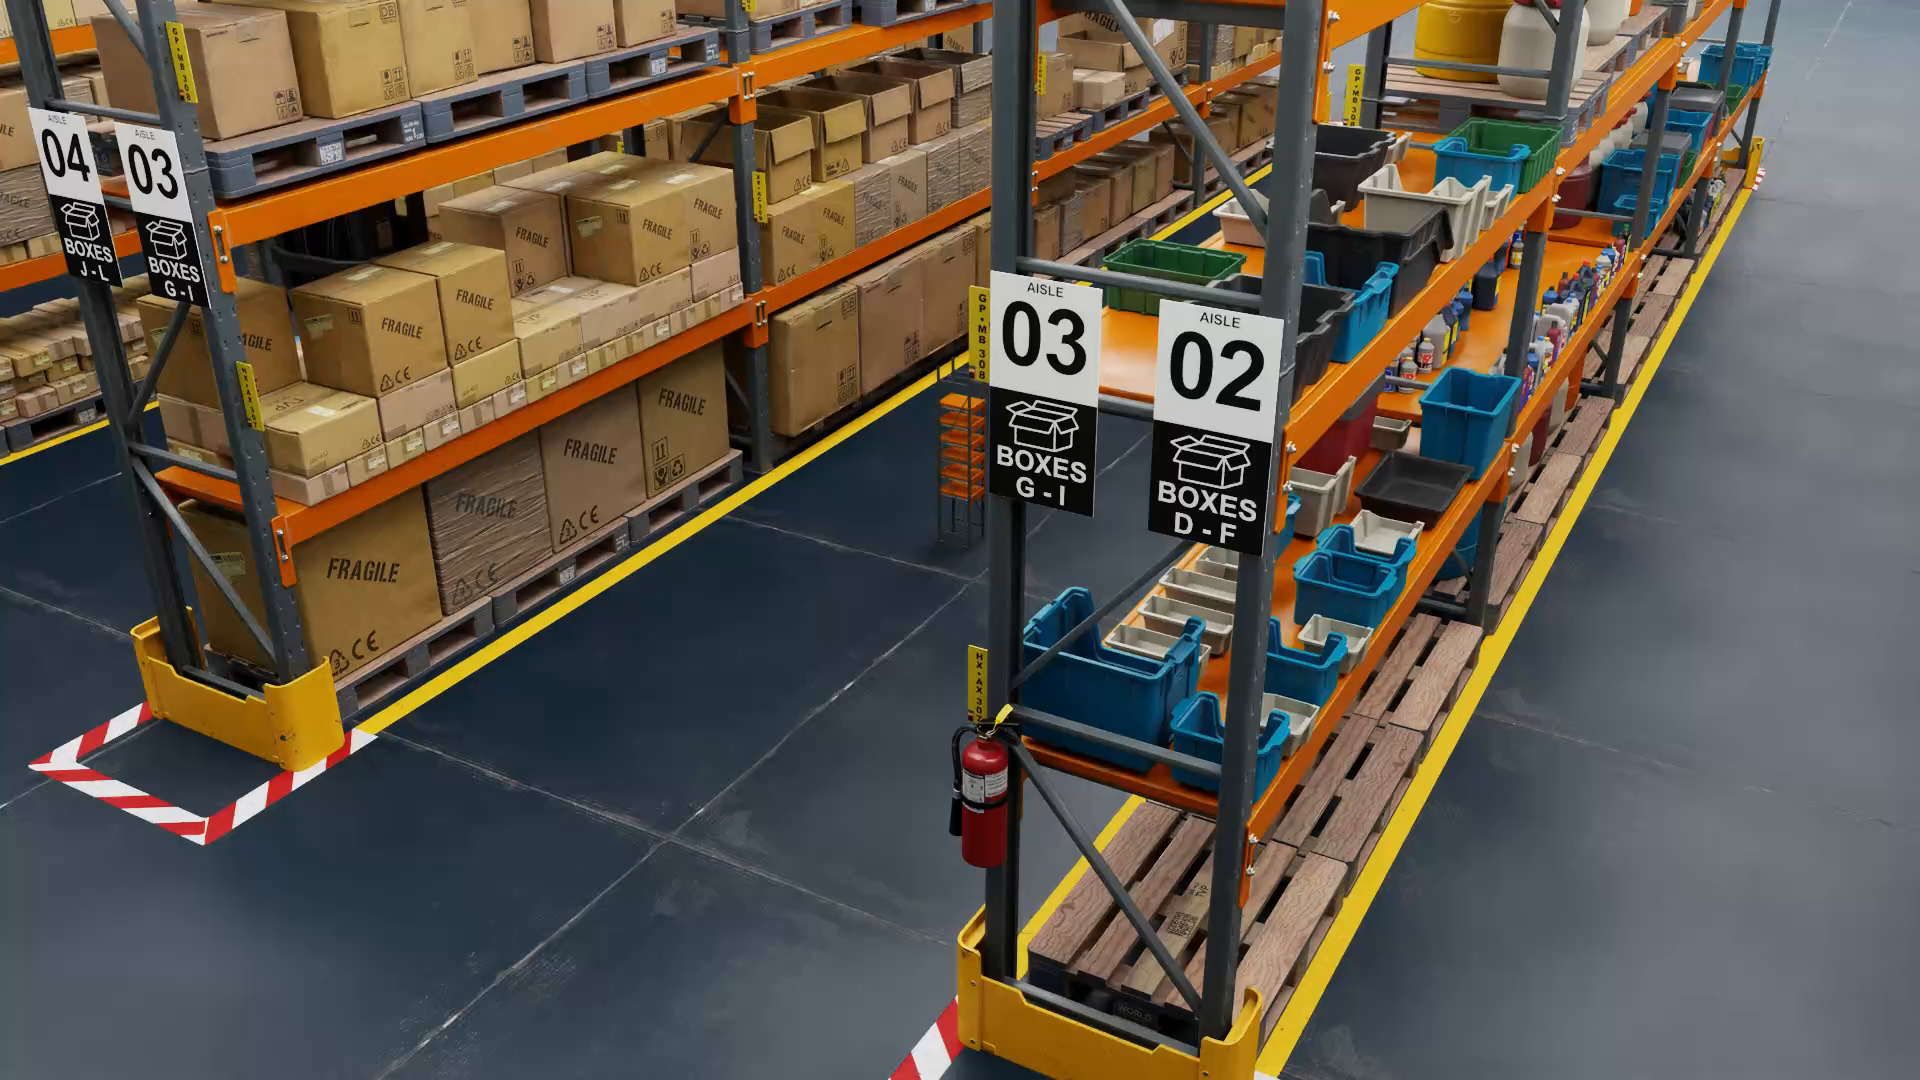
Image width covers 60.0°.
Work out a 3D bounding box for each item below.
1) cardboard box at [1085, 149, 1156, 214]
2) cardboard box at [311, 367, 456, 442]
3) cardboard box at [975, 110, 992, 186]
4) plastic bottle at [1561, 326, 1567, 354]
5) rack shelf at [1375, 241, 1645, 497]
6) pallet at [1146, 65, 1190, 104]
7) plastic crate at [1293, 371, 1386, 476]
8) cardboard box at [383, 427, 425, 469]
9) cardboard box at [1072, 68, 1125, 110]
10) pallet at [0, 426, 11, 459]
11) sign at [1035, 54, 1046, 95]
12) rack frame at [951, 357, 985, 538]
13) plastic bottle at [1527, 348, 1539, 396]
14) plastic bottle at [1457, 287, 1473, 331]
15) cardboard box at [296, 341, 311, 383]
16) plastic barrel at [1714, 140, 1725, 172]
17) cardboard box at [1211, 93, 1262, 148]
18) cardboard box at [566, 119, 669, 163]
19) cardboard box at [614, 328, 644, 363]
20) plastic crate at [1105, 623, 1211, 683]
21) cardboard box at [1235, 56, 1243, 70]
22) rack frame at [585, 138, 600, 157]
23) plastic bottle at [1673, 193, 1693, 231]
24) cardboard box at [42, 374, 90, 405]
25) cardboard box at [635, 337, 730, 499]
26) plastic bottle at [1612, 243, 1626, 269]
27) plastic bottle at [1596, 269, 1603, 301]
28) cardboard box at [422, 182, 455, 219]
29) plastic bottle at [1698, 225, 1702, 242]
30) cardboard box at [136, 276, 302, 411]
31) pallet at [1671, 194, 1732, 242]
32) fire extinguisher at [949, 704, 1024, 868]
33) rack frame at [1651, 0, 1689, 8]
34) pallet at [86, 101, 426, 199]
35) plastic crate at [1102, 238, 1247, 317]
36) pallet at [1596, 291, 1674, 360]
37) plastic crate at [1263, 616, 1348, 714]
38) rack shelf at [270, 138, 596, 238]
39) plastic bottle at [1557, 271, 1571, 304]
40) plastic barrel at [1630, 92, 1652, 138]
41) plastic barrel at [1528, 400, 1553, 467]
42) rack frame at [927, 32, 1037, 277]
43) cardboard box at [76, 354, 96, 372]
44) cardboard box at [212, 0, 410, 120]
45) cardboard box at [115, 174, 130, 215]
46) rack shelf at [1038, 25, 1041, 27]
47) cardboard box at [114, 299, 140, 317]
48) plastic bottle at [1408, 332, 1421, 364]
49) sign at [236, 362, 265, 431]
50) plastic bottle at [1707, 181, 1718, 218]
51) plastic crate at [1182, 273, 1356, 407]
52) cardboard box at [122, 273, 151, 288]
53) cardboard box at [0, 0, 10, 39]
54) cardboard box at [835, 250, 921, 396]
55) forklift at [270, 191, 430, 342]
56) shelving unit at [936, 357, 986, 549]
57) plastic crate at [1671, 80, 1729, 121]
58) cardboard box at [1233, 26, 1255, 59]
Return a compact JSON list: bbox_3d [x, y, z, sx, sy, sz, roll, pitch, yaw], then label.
[{"bbox_3d":[1.581,-3.701,17.094,0.700,0.500,0.500,14,30,26],"label":"cardboard box"},{"bbox_3d":[-3.030,-0.760,8.752,0.500,0.250,0.500,14,30,25],"label":"cardboard box"},{"bbox_3d":[0.158,-3.278,13.835,0.500,0.500,0.500,15,30,28],"label":"cardboard box"},{"bbox_3d":[3.625,-1.238,10.094,0.097,0.201,0.097,0,27,0],"label":"plastic bottle"},{"bbox_3d":[3.513,-1.288,10.776,1.077,0.370,4.000,14,30,26],"label":"rack shelf"},{"bbox_3d":[1.650,-4.687,16.977,1.003,0.211,1.213,14,30,26],"label":"pallet"},{"bbox_3d":[1.871,-0.593,8.445,0.402,0.464,0.583,14,30,26],"label":"plastic crate"},{"bbox_3d":[-3.038,-0.516,8.710,0.380,0.149,0.250,13,30,25],"label":"cardboard box"},{"bbox_3d":[1.209,-4.203,15.494,0.500,0.250,0.500,13,30,25],"label":"cardboard box"},{"bbox_3d":[-7.552,-0.585,11.683,1.003,0.211,1.213,14,30,26],"label":"pallet"},{"bbox_3d":[0.669,-3.877,13.850,0.100,0.325,0.005,14,30,26],"label":"sign"},{"bbox_3d":[0.052,-0.578,10.564,0.240,1.200,0.006,14,30,26],"label":"rack frame"},{"bbox_3d":[3.235,-0.961,9.462,0.097,0.271,0.097,0,27,0],"label":"plastic bottle"},{"bbox_3d":[3.167,-1.459,10.458,0.097,0.271,0.097,0,27,0],"label":"plastic bottle"},{"bbox_3d":[-3.493,-0.873,8.978,0.500,0.250,0.500,14,30,25],"label":"cardboard box"},{"bbox_3d":[8.175,-4.309,18.317,0.421,0.512,0.421,0,27,0],"label":"plastic barrel"},{"bbox_3d":[3.210,-4.948,19.606,0.500,0.500,0.500,17,31,31],"label":"cardboard box"},{"bbox_3d":[-3.706,-4.011,17.455,1.050,0.750,0.750,14,30,25],"label":"cardboard box"},{"bbox_3d":[-2.154,-1.217,10.110,0.380,0.149,0.250,15,30,27],"label":"cardboard box"},{"bbox_3d":[0.805,0.462,6.704,0.396,0.136,0.243,14,30,26],"label":"plastic crate"},{"bbox_3d":[2.868,-5.242,18.151,0.380,0.149,0.250,14,30,26],"label":"cardboard box"},{"bbox_3d":[-4.084,-4.612,16.611,1.000,3.000,0.127,14,30,26],"label":"rack frame"},{"bbox_3d":[7.097,-3.215,16.290,0.144,0.351,0.185,14,30,26],"label":"plastic bottle"},{"bbox_3d":[-6.734,-1.146,12.405,0.380,0.149,0.250,14,30,26],"label":"cardboard box"},{"bbox_3d":[-2.177,-0.919,11.140,0.875,0.875,0.875,14,30,26],"label":"cardboard box"},{"bbox_3d":[4.597,-2.008,11.632,0.097,0.201,0.097,0,27,0],"label":"plastic bottle"},{"bbox_3d":[4.196,-1.690,10.998,0.097,0.201,0.097,0,27,0],"label":"plastic bottle"},{"bbox_3d":[-4.944,-3.094,15.065,0.500,0.250,0.500,15,30,28],"label":"cardboard box"},{"bbox_3d":[7.053,-2.961,15.948,0.097,0.201,0.097,0,27,0],"label":"plastic bottle"},{"bbox_3d":[-3.740,-1.011,8.417,0.500,0.500,0.500,15,30,27],"label":"cardboard box"},{"bbox_3d":[7.430,-3.431,17.368,1.003,0.211,1.213,14,30,26],"label":"pallet"},{"bbox_3d":[0.091,0.889,6.127,0.296,0.674,0.183,14,30,26],"label":"fire extinguisher"},{"bbox_3d":[4.497,-5.072,10.829,1.000,3.000,0.127,14,30,26],"label":"rack frame"},{"bbox_3d":[-3.395,-1.955,8.053,1.003,0.211,1.213,14,30,26],"label":"pallet"},{"bbox_3d":[0.798,-0.965,6.213,0.450,0.188,0.336,14,30,26],"label":"plastic crate"},{"bbox_3d":[5.513,-1.909,14.328,1.003,0.211,1.213,14,30,26],"label":"pallet"},{"bbox_3d":[1.293,0.496,6.528,0.416,0.233,0.300,14,30,26],"label":"plastic crate"},{"bbox_3d":[-5.068,-3.510,15.215,1.077,0.370,4.000,14,30,26],"label":"rack shelf"},{"bbox_3d":[3.891,-1.600,10.725,0.061,0.283,0.133,14,30,26],"label":"plastic bottle"},{"bbox_3d":[5.803,-3.684,14.607,0.433,0.535,0.433,0,27,0],"label":"plastic barrel"},{"bbox_3d":[3.715,-0.864,11.350,0.600,0.588,0.708,14,30,26],"label":"plastic barrel"},{"bbox_3d":[0.185,-3.480,14.351,1.000,3.000,0.127,14,30,26],"label":"rack frame"},{"bbox_3d":[-6.635,-1.410,12.598,0.380,0.149,0.250,13,29,24],"label":"cardboard box"},{"bbox_3d":[-3.160,-2.388,8.126,0.700,0.500,0.500,13,29,24],"label":"cardboard box"},{"bbox_3d":[-6.300,-2.778,12.504,0.500,0.500,0.500,13,30,25],"label":"cardboard box"},{"bbox_3d":[1.168,-5.279,15.397,1.077,0.370,4.000,14,30,26],"label":"rack shelf"},{"bbox_3d":[-6.403,-1.745,12.936,0.380,0.149,0.250,15,30,28],"label":"cardboard box"},{"bbox_3d":[2.621,-1.142,9.819,0.152,0.276,0.135,14,30,26],"label":"plastic bottle"},{"bbox_3d":[-3.271,-0.660,7.662,0.100,0.325,0.005,14,30,26],"label":"sign"},{"bbox_3d":[7.525,-3.423,16.704,0.144,0.351,0.185,14,30,26],"label":"plastic bottle"},{"bbox_3d":[0.993,-0.643,5.479,0.497,0.269,0.590,14,30,26],"label":"plastic crate"},{"bbox_3d":[-6.589,-2.049,13.543,0.380,0.149,0.250,16,31,29],"label":"cardboard box"},{"bbox_3d":[-6.808,-3.493,11.194,0.500,0.250,0.500,14,30,26],"label":"cardboard box"},{"bbox_3d":[-1.047,-1.761,12.821,1.225,0.875,0.875,13,29,24],"label":"cardboard box"},{"bbox_3d":[-4.158,-2.346,12.162,1.130,2.935,3.031,13,29,24],"label":"forklift"},{"bbox_3d":[0.007,-0.542,10.493,0.258,1.200,0.189,14,30,26],"label":"shelving unit"},{"bbox_3d":[6.833,-4.096,15.652,0.767,0.338,0.504,14,30,26],"label":"plastic crate"},{"bbox_3d":[2.704,-5.565,18.073,0.875,0.500,0.500,14,30,26],"label":"cardboard box"}]
